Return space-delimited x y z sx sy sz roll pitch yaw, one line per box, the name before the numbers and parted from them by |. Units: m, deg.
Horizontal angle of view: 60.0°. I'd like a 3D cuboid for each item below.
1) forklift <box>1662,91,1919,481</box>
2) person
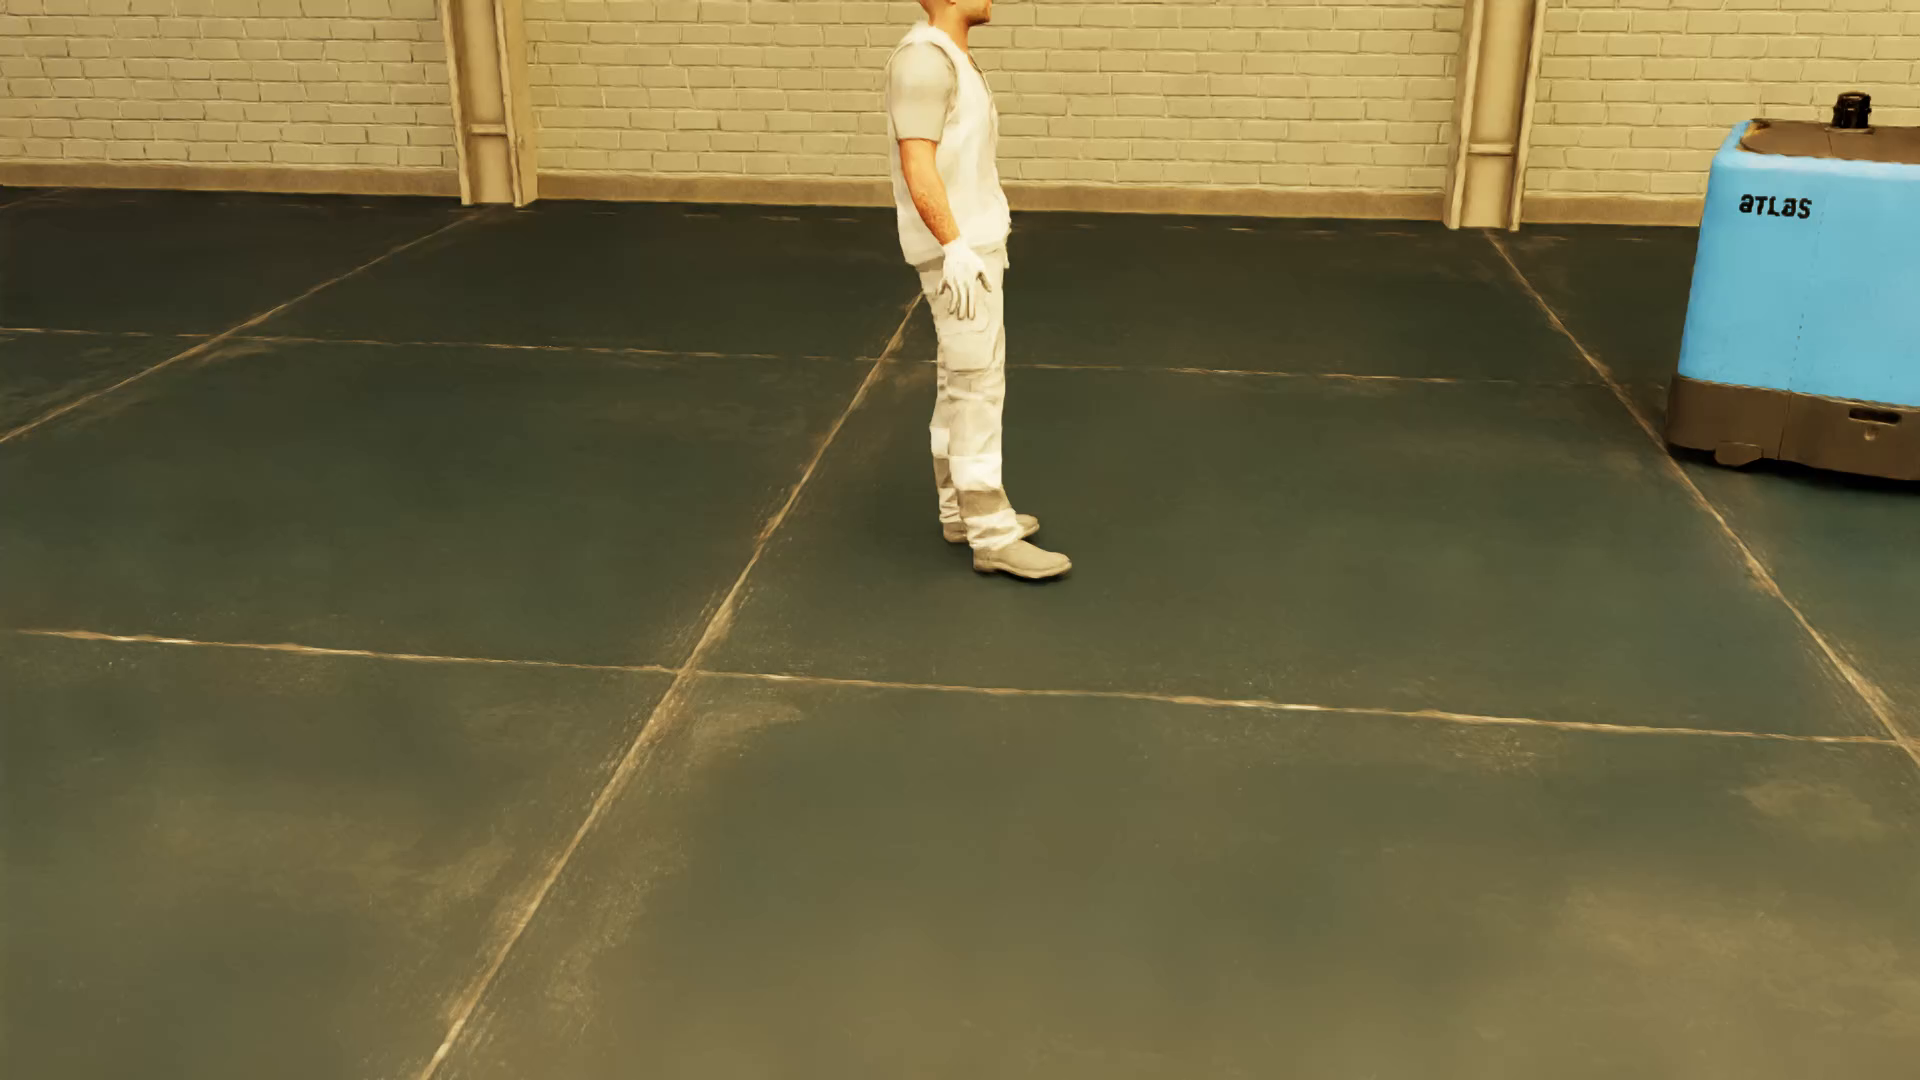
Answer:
forklift | 4.034 -1.545 5.089 3.031 2.935 1.130 11 24 25
person | 0.078 -0.828 4.821 0.563 1.787 0.637 3 22 7
